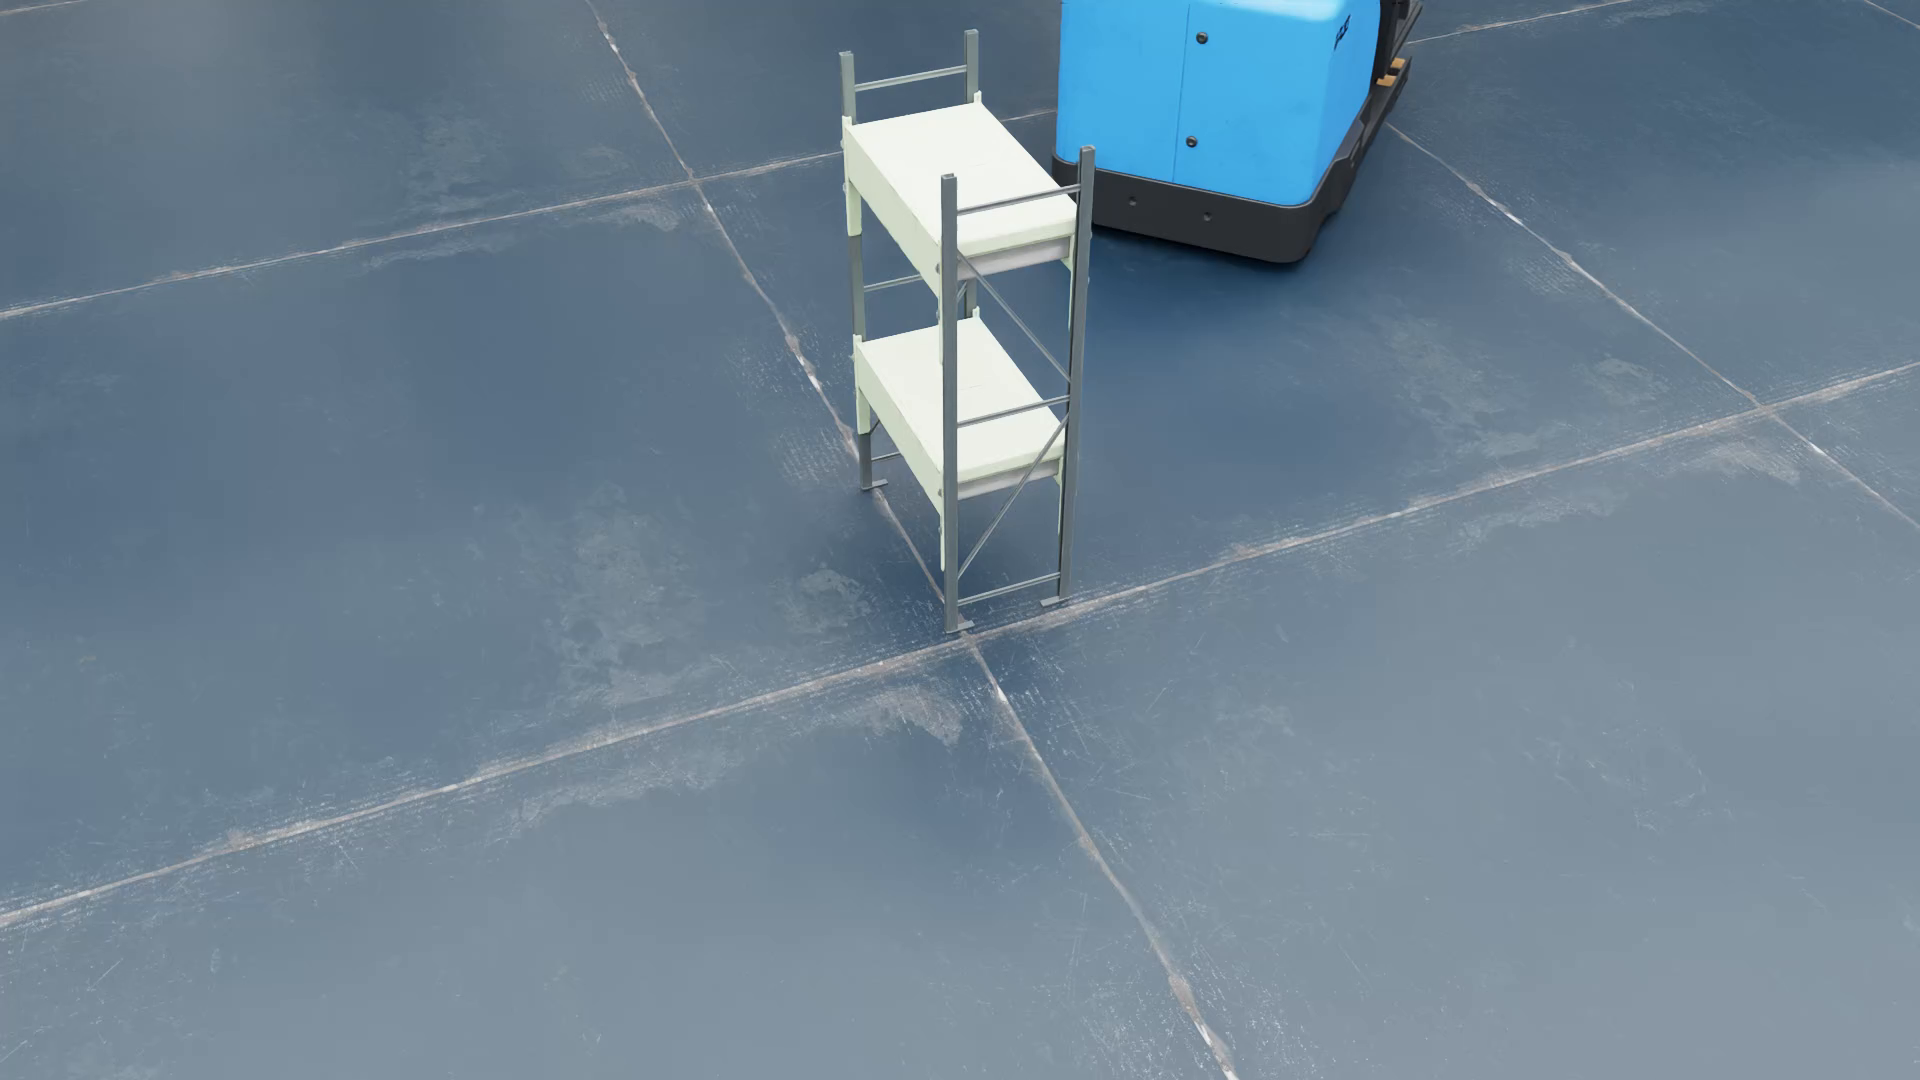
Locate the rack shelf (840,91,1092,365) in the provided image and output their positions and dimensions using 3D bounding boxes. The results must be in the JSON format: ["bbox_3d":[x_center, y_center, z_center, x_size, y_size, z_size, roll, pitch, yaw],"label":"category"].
[{"bbox_3d":[0.003,-0.861,4.502,0.431,0.370,0.720,-15,43,-17],"label":"rack shelf"}]

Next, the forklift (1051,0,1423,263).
[{"bbox_3d":[1.414,-3.137,6.650,1.130,2.935,3.031,16,43,18],"label":"forklift"}]

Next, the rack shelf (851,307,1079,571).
[{"bbox_3d":[0.003,-0.317,4.969,0.431,0.370,0.720,-15,43,-17],"label":"rack shelf"}]

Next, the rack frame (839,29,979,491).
[{"bbox_3d":[-0.137,-0.785,5.013,0.400,1.500,0.023,-15,43,-17],"label":"rack frame"}]

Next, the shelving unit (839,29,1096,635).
[{"bbox_3d":[0.003,-0.565,4.756,0.431,1.500,0.755,-15,43,-17],"label":"shelving unit"}]

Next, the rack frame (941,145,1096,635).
[{"bbox_3d":[0.143,-0.344,4.500,0.400,1.500,0.023,-15,43,-17],"label":"rack frame"}]
